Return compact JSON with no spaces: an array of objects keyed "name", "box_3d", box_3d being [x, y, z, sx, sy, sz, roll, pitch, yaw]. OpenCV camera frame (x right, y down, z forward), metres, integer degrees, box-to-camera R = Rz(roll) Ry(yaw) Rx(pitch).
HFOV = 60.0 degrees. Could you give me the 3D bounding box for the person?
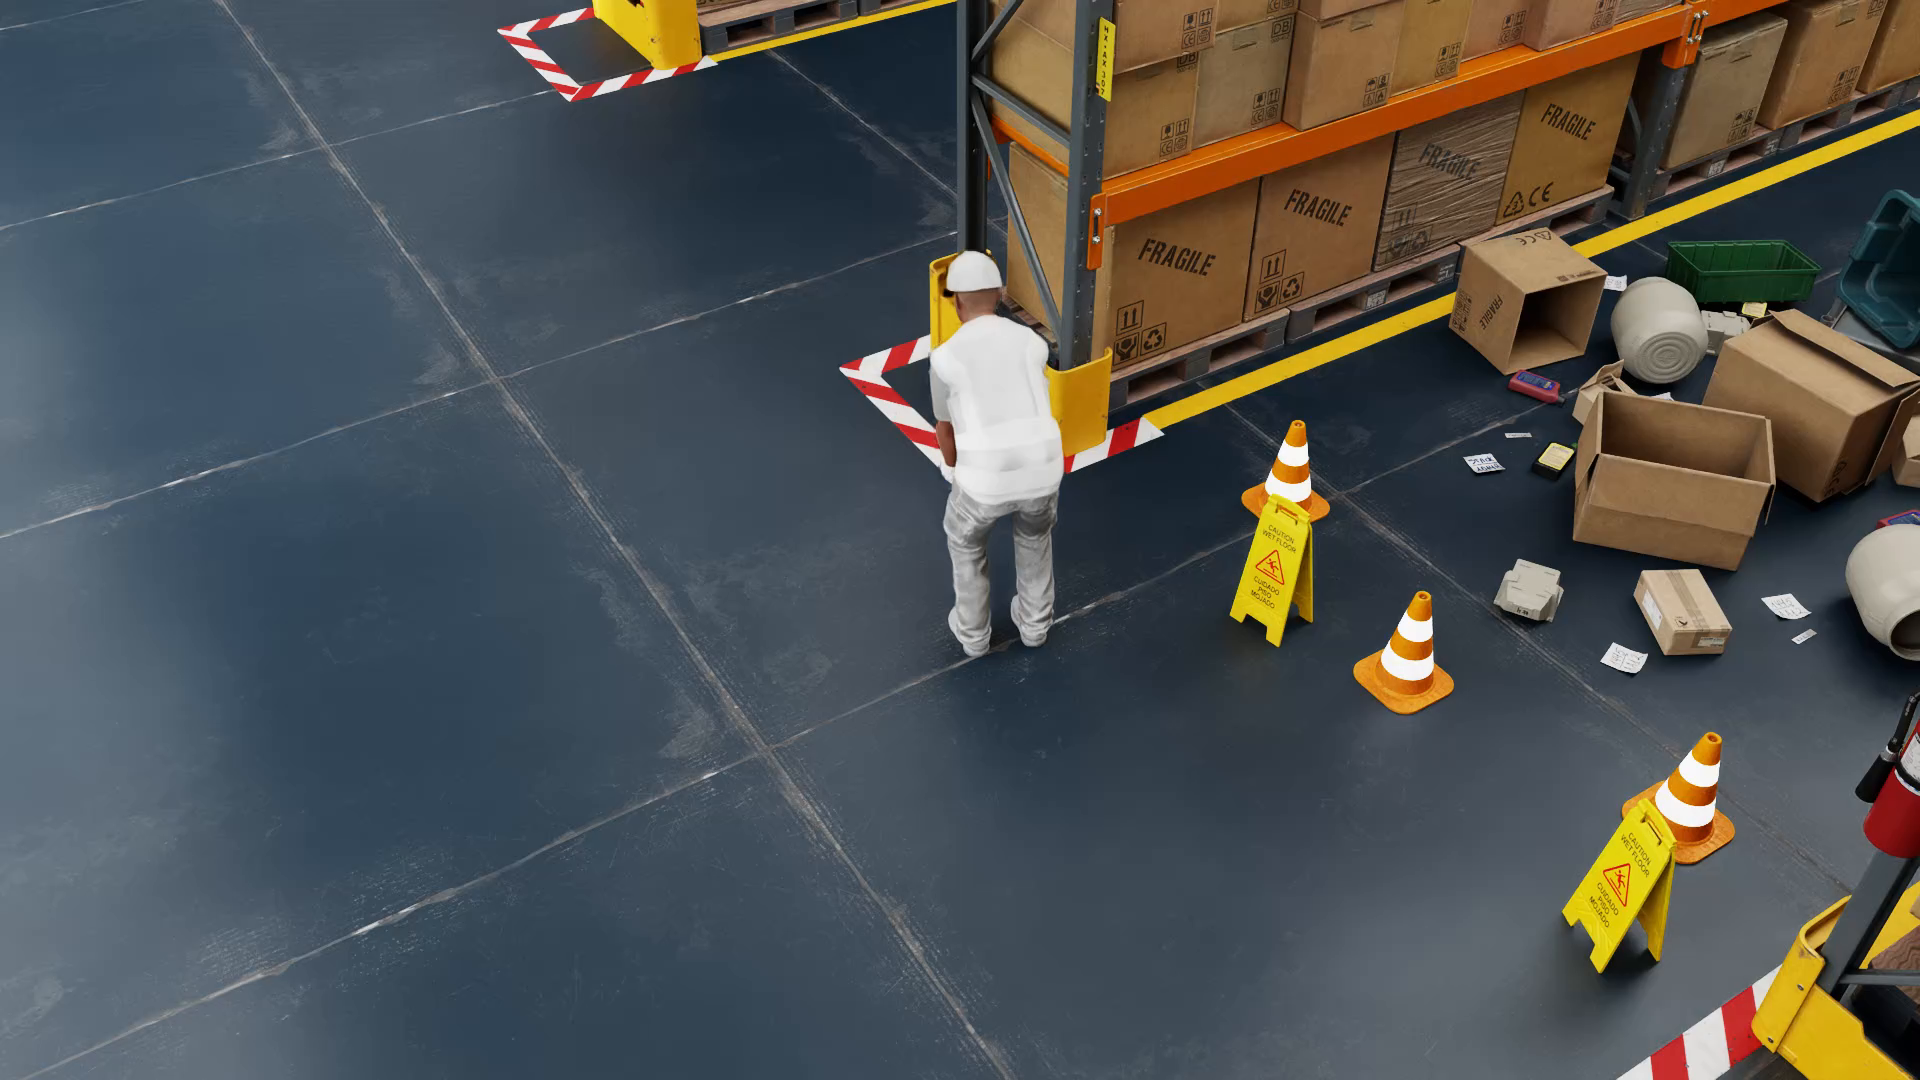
[{"name":"person","box_3d":[0.124,-0.318,6.649,0.475,1.608,0.771,-10,41,-12]}]
